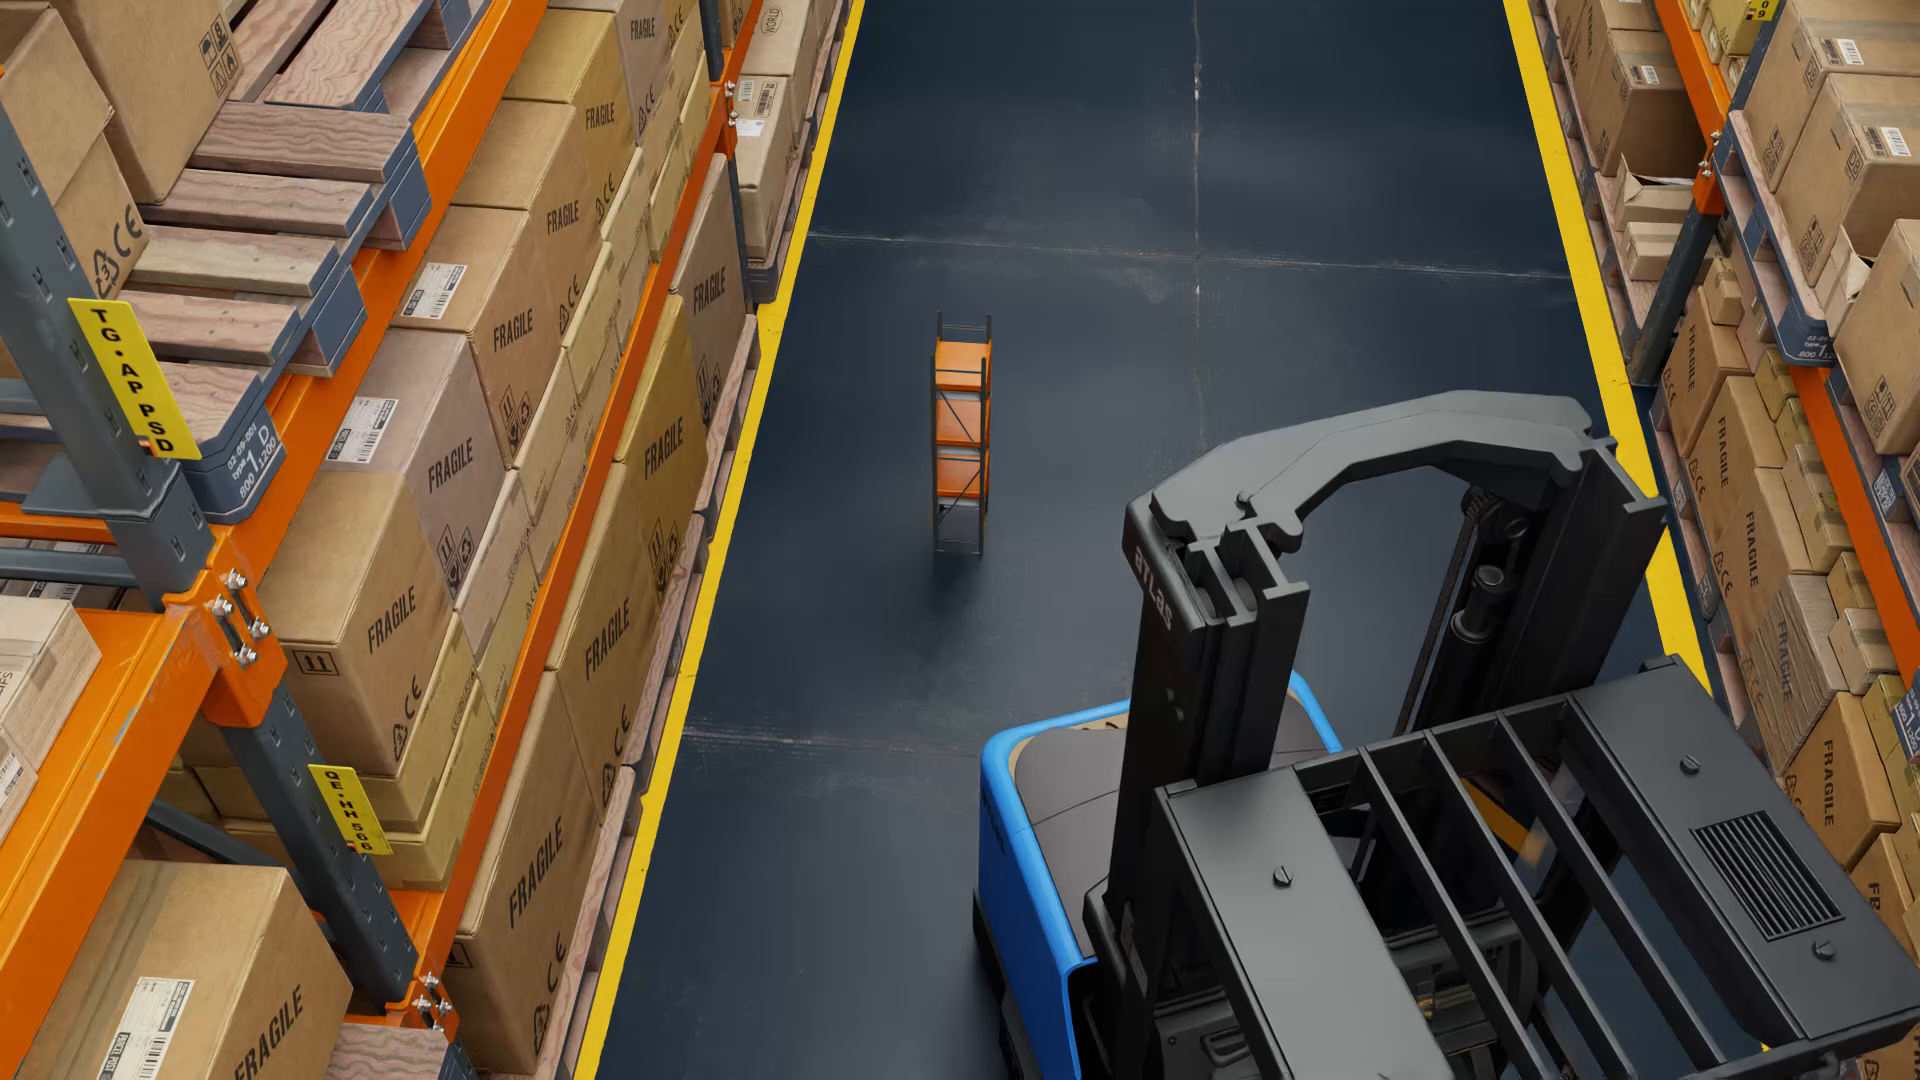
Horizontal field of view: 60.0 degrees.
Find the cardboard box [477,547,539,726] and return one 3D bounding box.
[{"bbox_3d":[-1.497,0.233,4.631,0.500,0.250,0.500,3,48,2],"label":"cardboard box"}]

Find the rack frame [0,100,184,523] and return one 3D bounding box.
[{"bbox_3d":[-1.821,-1.121,1.703,1.000,3.000,0.127,4,48,4],"label":"rack frame"}]

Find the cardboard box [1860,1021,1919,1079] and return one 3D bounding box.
[{"bbox_3d":[2.947,1.612,4.678,0.500,0.500,0.500,5,48,5],"label":"cardboard box"}]

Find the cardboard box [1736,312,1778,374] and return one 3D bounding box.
[{"bbox_3d":[3.241,-0.767,6.414,0.380,0.149,0.250,3,48,2],"label":"cardboard box"}]

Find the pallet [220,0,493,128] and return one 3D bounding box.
[{"bbox_3d":[-1.716,-1.343,4.067,1.003,0.211,1.213,6,48,5],"label":"pallet"}]

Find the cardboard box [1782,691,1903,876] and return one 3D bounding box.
[{"bbox_3d":[3.048,0.860,5.366,0.500,0.500,0.500,6,48,5],"label":"cardboard box"}]

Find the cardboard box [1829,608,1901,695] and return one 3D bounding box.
[{"bbox_3d":[3.064,0.366,5.379,0.380,0.149,0.250,2,48,2],"label":"cardboard box"}]

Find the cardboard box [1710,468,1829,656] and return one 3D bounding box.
[{"bbox_3d":[3.130,0.096,6.064,0.500,0.500,0.500,3,48,2],"label":"cardboard box"}]

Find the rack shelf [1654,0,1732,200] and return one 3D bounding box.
[{"bbox_3d":[3.669,-2.931,7.912,1.077,0.370,4.000,4,48,4],"label":"rack shelf"}]

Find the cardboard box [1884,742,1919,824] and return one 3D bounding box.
[{"bbox_3d":[3.046,0.754,5.023,0.380,0.149,0.250,5,48,5],"label":"cardboard box"}]

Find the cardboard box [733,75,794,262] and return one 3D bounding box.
[{"bbox_3d":[-1.292,-1.766,7.811,0.875,0.438,0.875,3,48,3],"label":"cardboard box"}]

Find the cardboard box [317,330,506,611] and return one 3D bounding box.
[{"bbox_3d":[-1.497,-0.178,4.161,0.500,0.500,0.500,4,48,4],"label":"cardboard box"}]

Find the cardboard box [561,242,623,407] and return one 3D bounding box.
[{"bbox_3d":[-1.364,-0.687,5.134,0.500,0.250,0.500,5,48,4],"label":"cardboard box"}]

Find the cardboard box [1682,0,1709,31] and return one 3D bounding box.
[{"bbox_3d":[3.266,-2.256,6.977,0.380,0.149,0.250,5,48,5],"label":"cardboard box"}]

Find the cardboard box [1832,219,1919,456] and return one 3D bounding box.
[{"bbox_3d":[3.101,-0.582,4.923,0.700,0.500,0.500,4,48,3],"label":"cardboard box"}]

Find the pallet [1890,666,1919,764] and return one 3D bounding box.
[{"bbox_3d":[3.114,0.797,4.144,1.213,0.211,1.003,4,48,4],"label":"pallet"}]

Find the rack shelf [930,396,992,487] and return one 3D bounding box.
[{"bbox_3d":[0.005,-0.386,6.432,0.215,0.259,0.240,4,48,4],"label":"rack shelf"}]

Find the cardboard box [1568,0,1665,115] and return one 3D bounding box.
[{"bbox_3d":[3.437,-2.491,8.431,0.500,0.500,0.500,5,48,4],"label":"cardboard box"}]

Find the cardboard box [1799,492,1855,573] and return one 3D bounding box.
[{"bbox_3d":[3.133,-0.012,5.724,0.380,0.149,0.250,5,48,5],"label":"cardboard box"}]

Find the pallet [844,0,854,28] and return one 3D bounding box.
[{"bbox_3d":[-1.087,-3.441,9.780,1.003,0.211,1.213,4,48,4],"label":"pallet"}]

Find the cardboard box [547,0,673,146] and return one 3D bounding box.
[{"bbox_3d":[-1.287,-1.681,5.535,0.500,0.500,0.500,5,48,4],"label":"cardboard box"}]

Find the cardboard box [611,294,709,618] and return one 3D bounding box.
[{"bbox_3d":[-1.508,-0.335,6.205,0.875,0.875,0.875,5,48,5],"label":"cardboard box"}]

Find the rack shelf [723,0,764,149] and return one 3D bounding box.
[{"bbox_3d":[-1.274,-3.262,8.214,1.077,0.370,4.000,4,48,4],"label":"rack shelf"}]

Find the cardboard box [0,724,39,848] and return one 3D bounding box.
[{"bbox_3d":[-1.655,0.405,2.510,0.380,0.149,0.250,4,48,4],"label":"cardboard box"}]

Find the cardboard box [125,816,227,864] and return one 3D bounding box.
[{"bbox_3d":[-2.033,0.566,4.328,0.500,0.250,0.500,2,48,2],"label":"cardboard box"}]

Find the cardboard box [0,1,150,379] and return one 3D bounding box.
[{"bbox_3d":[-1.937,-0.572,2.879,0.797,0.503,0.637,1,48,1],"label":"cardboard box"}]

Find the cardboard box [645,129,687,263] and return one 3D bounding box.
[{"bbox_3d":[-1.294,-1.264,6.001,0.500,0.250,0.500,3,48,3],"label":"cardboard box"}]

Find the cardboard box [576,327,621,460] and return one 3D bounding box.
[{"bbox_3d":[-1.402,-0.515,5.315,0.500,0.250,0.500,4,48,4],"label":"cardboard box"}]

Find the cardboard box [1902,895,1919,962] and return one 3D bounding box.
[{"bbox_3d":[2.909,1.135,4.674,0.380,0.149,0.250,2,48,2],"label":"cardboard box"}]

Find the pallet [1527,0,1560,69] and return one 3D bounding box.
[{"bbox_3d":[3.773,-3.061,9.432,1.003,0.211,1.213,4,48,4],"label":"pallet"}]

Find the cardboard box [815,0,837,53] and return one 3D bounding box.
[{"bbox_3d":[-1.128,-3.087,9.018,0.875,0.438,0.875,5,48,5],"label":"cardboard box"}]

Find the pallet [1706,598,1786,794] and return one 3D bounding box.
[{"bbox_3d":[3.342,0.736,5.960,1.003,0.211,1.213,4,48,4],"label":"pallet"}]

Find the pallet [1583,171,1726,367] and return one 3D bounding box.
[{"bbox_3d":[3.550,-1.268,7.792,1.003,0.211,1.213,4,48,4],"label":"pallet"}]

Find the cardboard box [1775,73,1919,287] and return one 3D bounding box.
[{"bbox_3d":[3.173,-1.159,5.451,0.700,0.500,0.500,4,48,4],"label":"cardboard box"}]

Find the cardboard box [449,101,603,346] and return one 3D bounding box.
[{"bbox_3d":[-1.385,-0.928,4.847,0.500,0.500,0.500,5,48,4],"label":"cardboard box"}]

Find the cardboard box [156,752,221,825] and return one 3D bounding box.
[{"bbox_3d":[-2.030,0.413,4.128,0.500,0.250,0.500,4,48,3],"label":"cardboard box"}]

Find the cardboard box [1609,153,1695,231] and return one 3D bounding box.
[{"bbox_3d":[3.278,-1.615,7.788,0.396,0.266,0.258,5,48,5],"label":"cardboard box"}]

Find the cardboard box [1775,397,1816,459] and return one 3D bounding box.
[{"bbox_3d":[3.218,-0.375,6.056,0.380,0.149,0.250,3,48,3],"label":"cardboard box"}]

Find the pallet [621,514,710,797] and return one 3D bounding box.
[{"bbox_3d":[-1.560,0.377,6.288,1.003,0.211,1.213,4,48,4],"label":"pallet"}]

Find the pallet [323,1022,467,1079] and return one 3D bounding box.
[{"bbox_3d":[-1.780,1.500,3.502,1.213,0.211,1.003,4,48,4],"label":"pallet"}]

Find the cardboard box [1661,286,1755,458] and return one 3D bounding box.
[{"bbox_3d":[3.219,-0.662,6.758,0.500,0.500,0.500,6,48,5],"label":"cardboard box"}]

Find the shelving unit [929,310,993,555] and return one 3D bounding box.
[{"bbox_3d":[0.005,-0.394,6.424,0.215,1.050,0.252,4,48,4],"label":"shelving unit"}]

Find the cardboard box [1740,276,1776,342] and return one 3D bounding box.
[{"bbox_3d":[3.213,-0.882,6.318,0.380,0.149,0.250,2,48,2],"label":"cardboard box"}]

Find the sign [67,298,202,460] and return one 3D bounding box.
[{"bbox_3d":[-1.281,-0.245,2.584,0.100,0.325,0.005,4,48,4],"label":"sign"}]

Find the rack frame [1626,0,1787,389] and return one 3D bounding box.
[{"bbox_3d":[3.487,-1.704,6.302,1.000,3.000,0.127,4,48,4],"label":"rack frame"}]

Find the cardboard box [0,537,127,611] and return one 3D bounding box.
[{"bbox_3d":[-2.034,0.135,3.874,0.500,0.500,0.500,3,48,2],"label":"cardboard box"}]

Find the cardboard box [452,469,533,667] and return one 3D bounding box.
[{"bbox_3d":[-1.481,0.050,4.460,0.500,0.250,0.500,5,48,4],"label":"cardboard box"}]

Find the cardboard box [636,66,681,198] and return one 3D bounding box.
[{"bbox_3d":[-1.293,-1.445,5.828,0.500,0.250,0.500,5,48,4],"label":"cardboard box"}]

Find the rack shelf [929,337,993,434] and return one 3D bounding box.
[{"bbox_3d":[0.005,-0.578,6.223,0.215,0.259,0.240,4,48,4],"label":"rack shelf"}]

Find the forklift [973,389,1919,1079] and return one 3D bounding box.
[{"bbox_3d":[0.956,1.241,3.655,1.130,2.935,3.031,-13,49,-11],"label":"forklift"}]

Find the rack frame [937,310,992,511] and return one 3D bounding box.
[{"bbox_3d":[0.016,-0.483,6.506,0.200,1.050,0.008,4,48,4],"label":"rack frame"}]

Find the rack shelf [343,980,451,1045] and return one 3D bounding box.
[{"bbox_3d":[-2.003,2.616,2.838,1.077,0.370,4.000,4,48,4],"label":"rack shelf"}]

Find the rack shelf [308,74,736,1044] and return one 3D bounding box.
[{"bbox_3d":[-1.639,-0.323,5.526,1.077,0.370,4.000,4,48,4],"label":"rack shelf"}]

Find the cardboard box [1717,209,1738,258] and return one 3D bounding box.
[{"bbox_3d":[3.782,-1.408,7.569,0.500,0.311,0.500,5,48,5],"label":"cardboard box"}]

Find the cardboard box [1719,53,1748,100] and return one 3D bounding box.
[{"bbox_3d":[3.264,-1.871,6.624,0.380,0.149,0.250,4,48,4],"label":"cardboard box"}]

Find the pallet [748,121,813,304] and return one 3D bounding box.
[{"bbox_3d":[-1.309,-1.648,8.140,1.003,0.211,1.213,4,48,4],"label":"pallet"}]

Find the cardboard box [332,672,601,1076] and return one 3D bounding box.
[{"bbox_3d":[-1.675,0.977,5.004,0.875,0.875,0.875,3,48,3],"label":"cardboard box"}]
